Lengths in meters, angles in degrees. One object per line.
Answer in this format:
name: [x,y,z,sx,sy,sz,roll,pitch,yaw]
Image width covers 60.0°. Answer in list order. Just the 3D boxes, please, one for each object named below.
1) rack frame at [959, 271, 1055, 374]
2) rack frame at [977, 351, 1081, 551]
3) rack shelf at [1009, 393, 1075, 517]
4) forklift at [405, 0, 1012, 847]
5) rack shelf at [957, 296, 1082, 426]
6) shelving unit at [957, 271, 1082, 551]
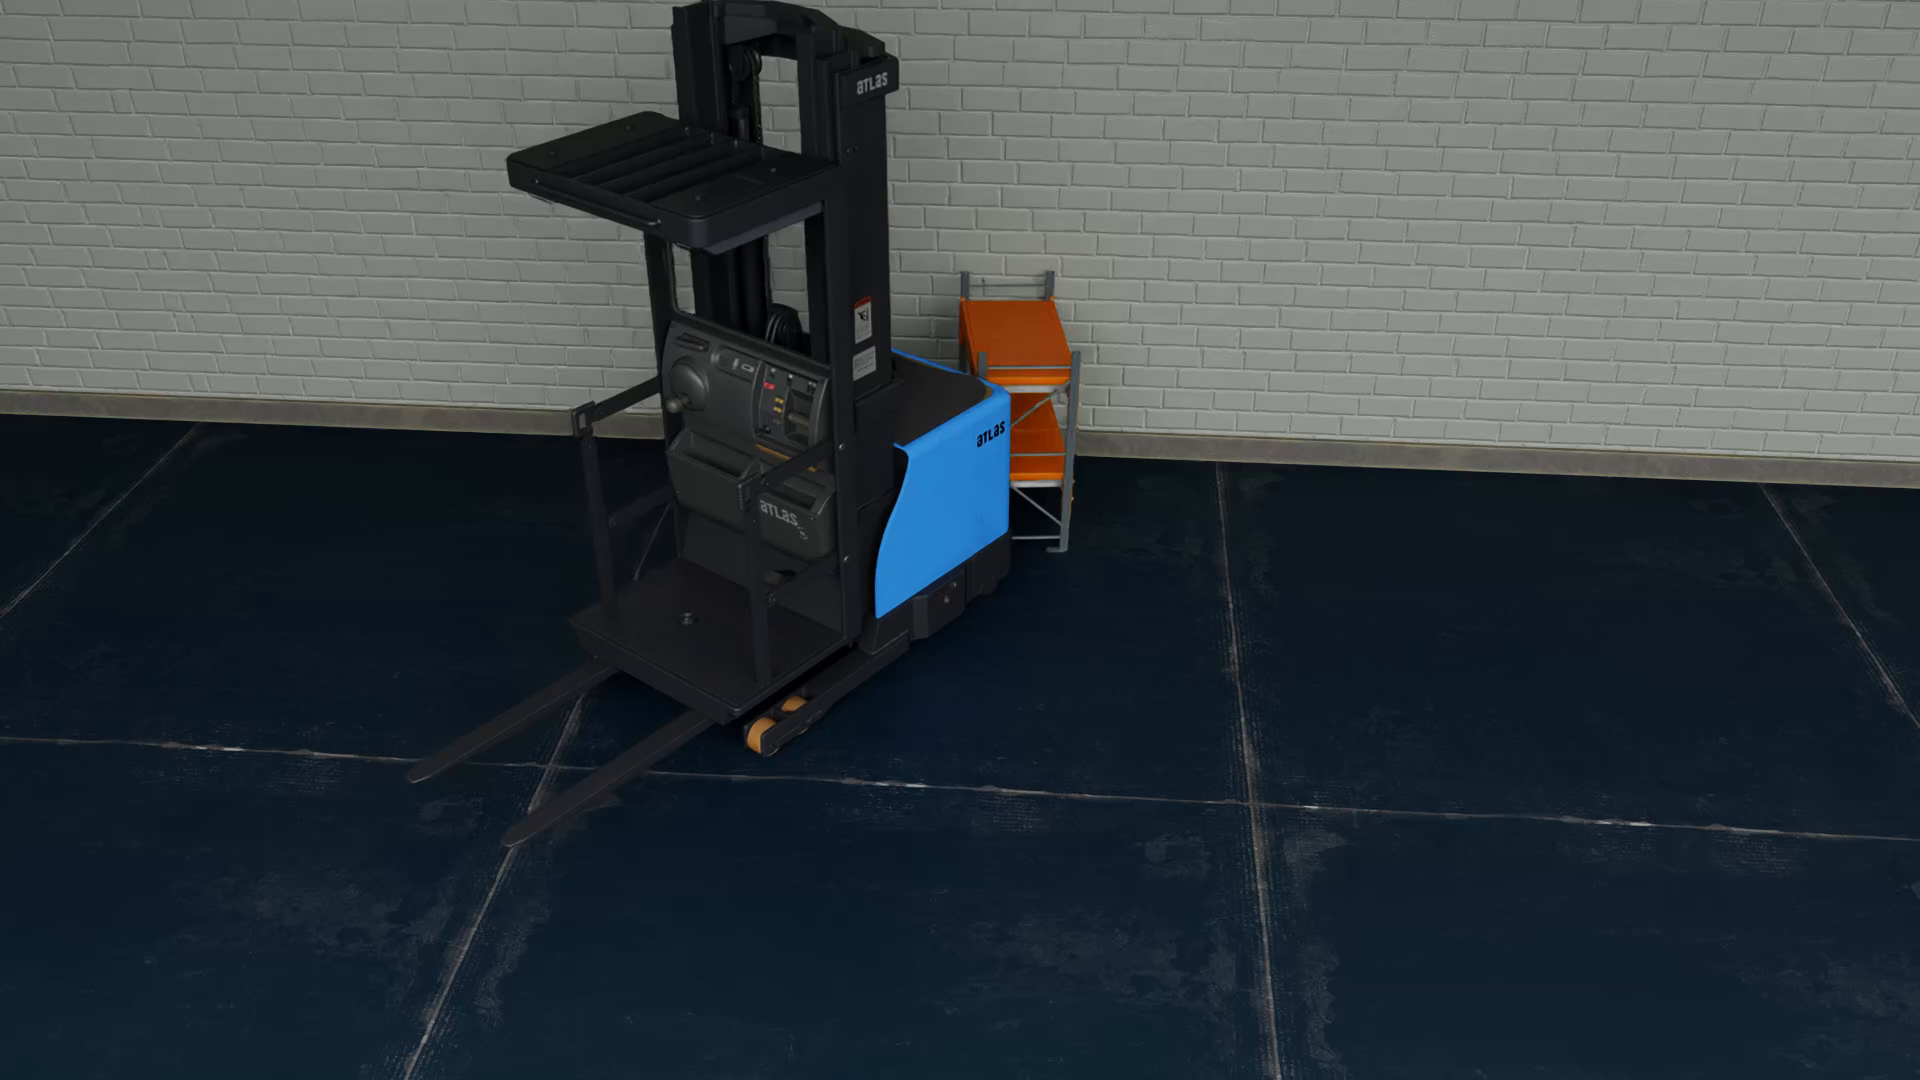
rack frame: [0.244,-0.954,9.214,0.500,1.125,0.032,-1,31,-5]
rack frame: [0.323,-0.427,8.348,0.500,1.125,0.032,-1,31,-5]
rack shelf: [0.278,-0.482,8.907,0.538,0.278,1.000,-1,31,-5]
forklift: [-1.054,-0.605,6.938,1.130,2.935,3.031,23,38,32]
rack shelf: [0.291,-0.941,8.629,0.538,0.278,1.000,-1,31,-5]
shelving unit: [0.284,-0.691,8.781,0.538,1.125,1.048,-1,31,-5]
